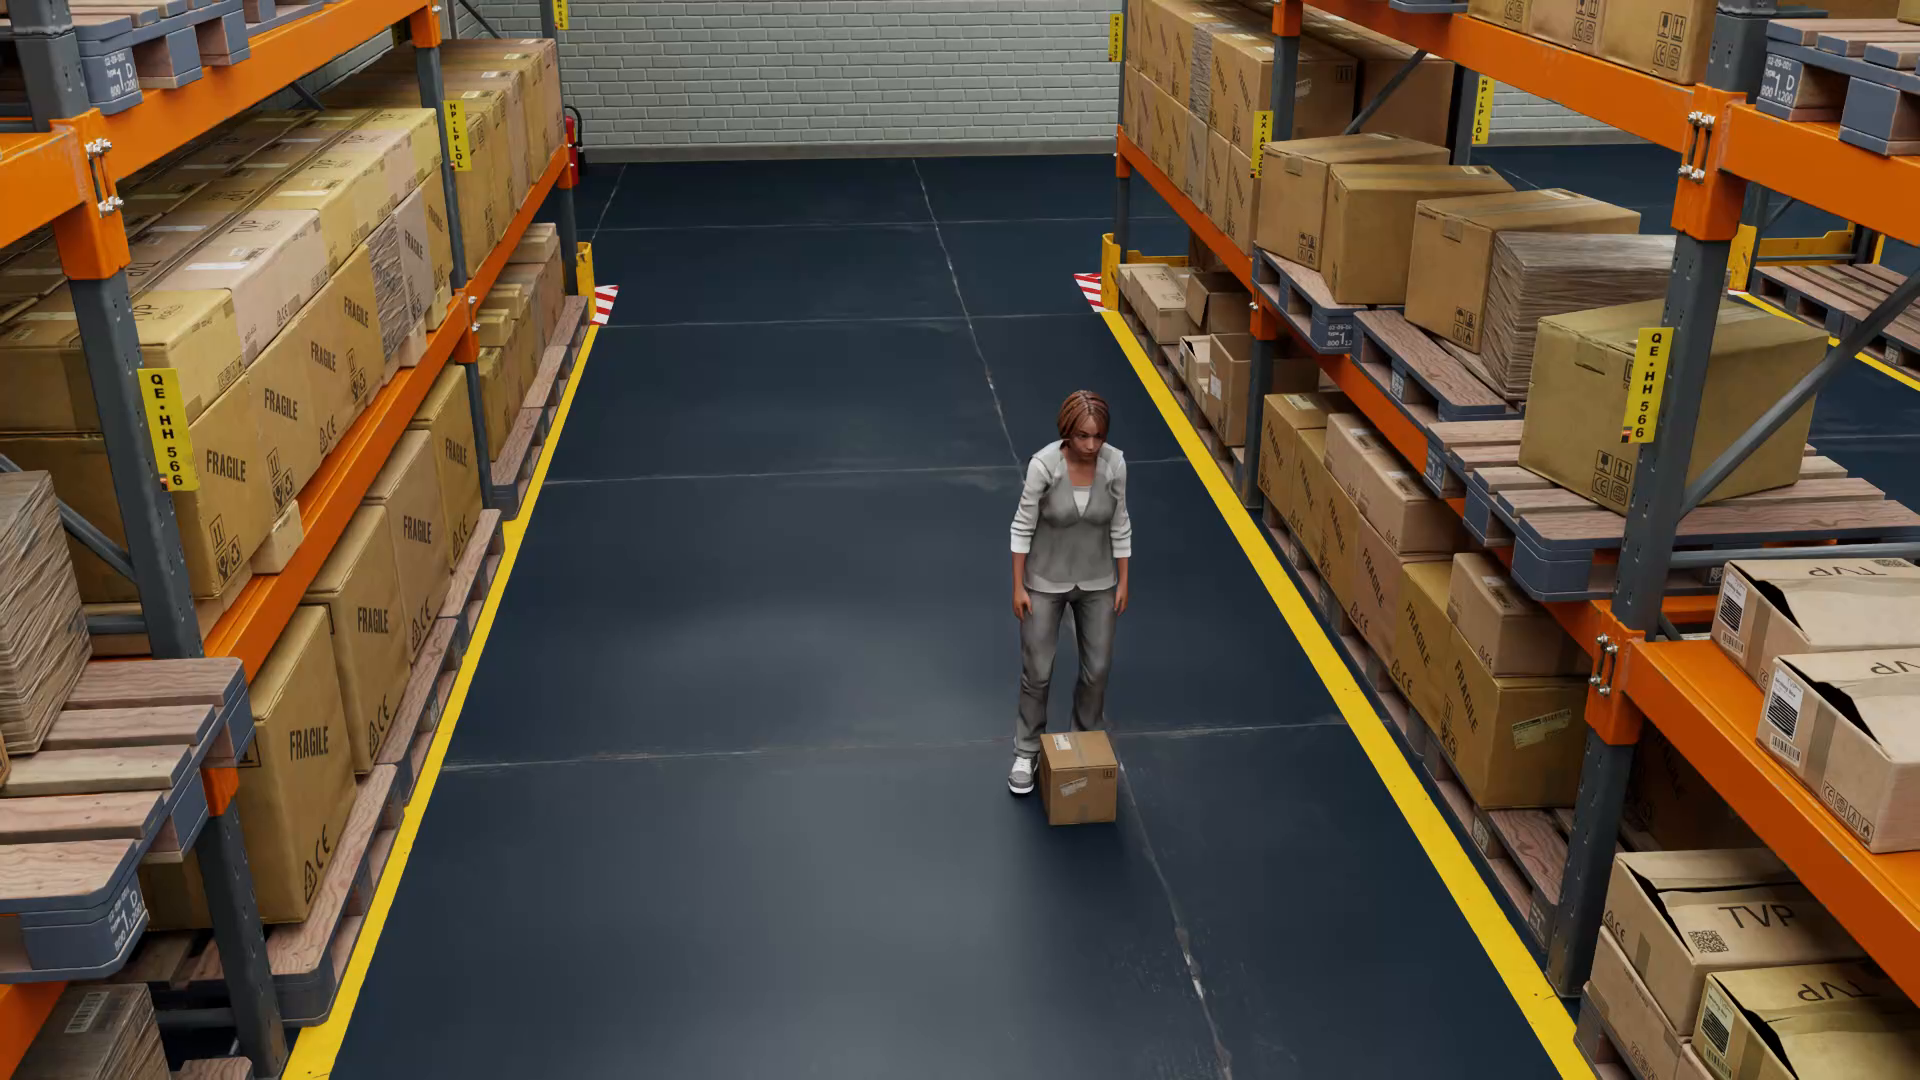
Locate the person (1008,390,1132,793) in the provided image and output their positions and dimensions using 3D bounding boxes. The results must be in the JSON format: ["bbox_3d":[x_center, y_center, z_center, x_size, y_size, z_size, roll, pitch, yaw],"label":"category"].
[{"bbox_3d":[0.409,0.186,6.201,0.472,1.592,0.347,-3,24,-8],"label":"person"}]
